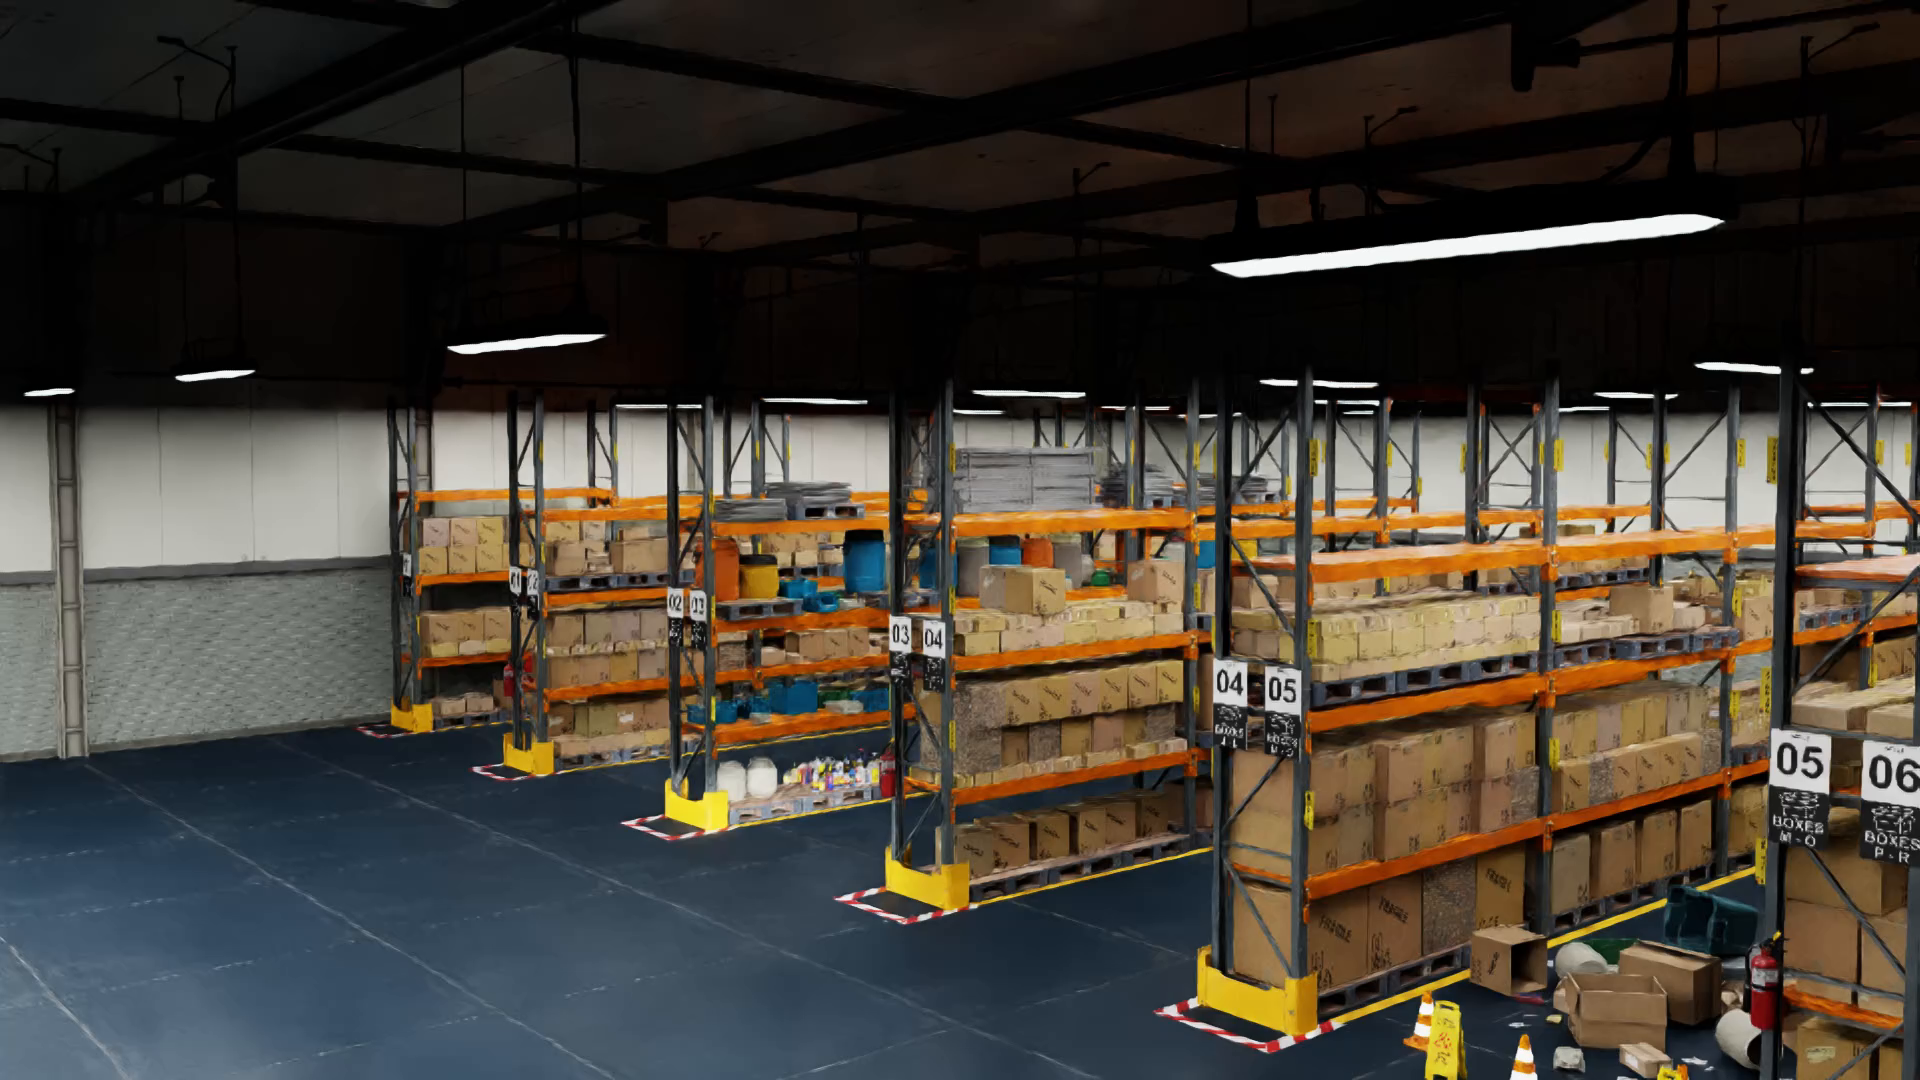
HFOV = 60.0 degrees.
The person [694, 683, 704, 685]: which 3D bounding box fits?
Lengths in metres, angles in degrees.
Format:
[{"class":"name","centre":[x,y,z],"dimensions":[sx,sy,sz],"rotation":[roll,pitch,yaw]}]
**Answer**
[{"class":"person","centre":[-4.871,2.510,31.664],"dimensions":[0.522,1.629,0.593],"rotation":[-3,4,-42]}]

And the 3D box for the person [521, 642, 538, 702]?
[{"class":"person","centre":[-7.363,2.620,29.240],"dimensions":[0.702,1.669,0.808],"rotation":[2,4,30]}]
